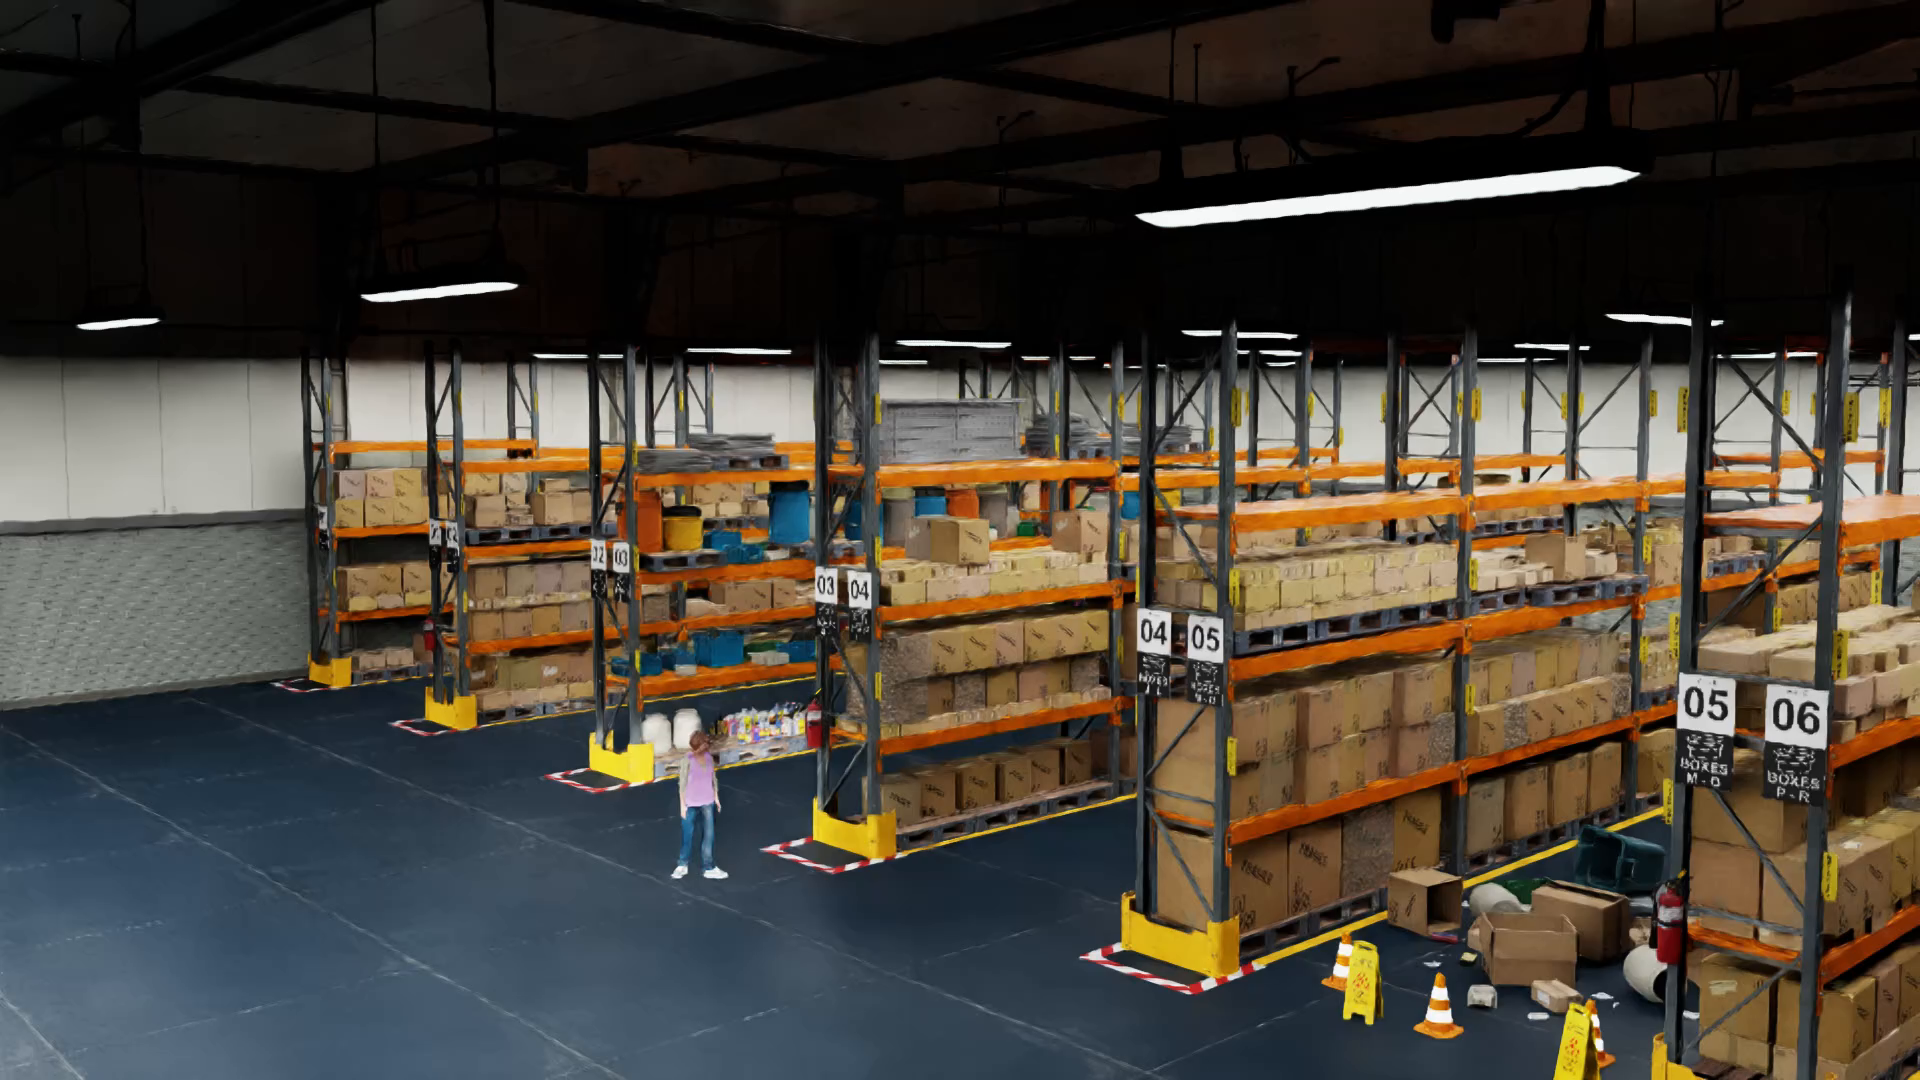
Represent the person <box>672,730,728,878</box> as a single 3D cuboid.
[{"bbox_3d":[-2.804,2.811,17.709,0.527,1.594,0.454,-4,6,-35],"label":"person"}]
